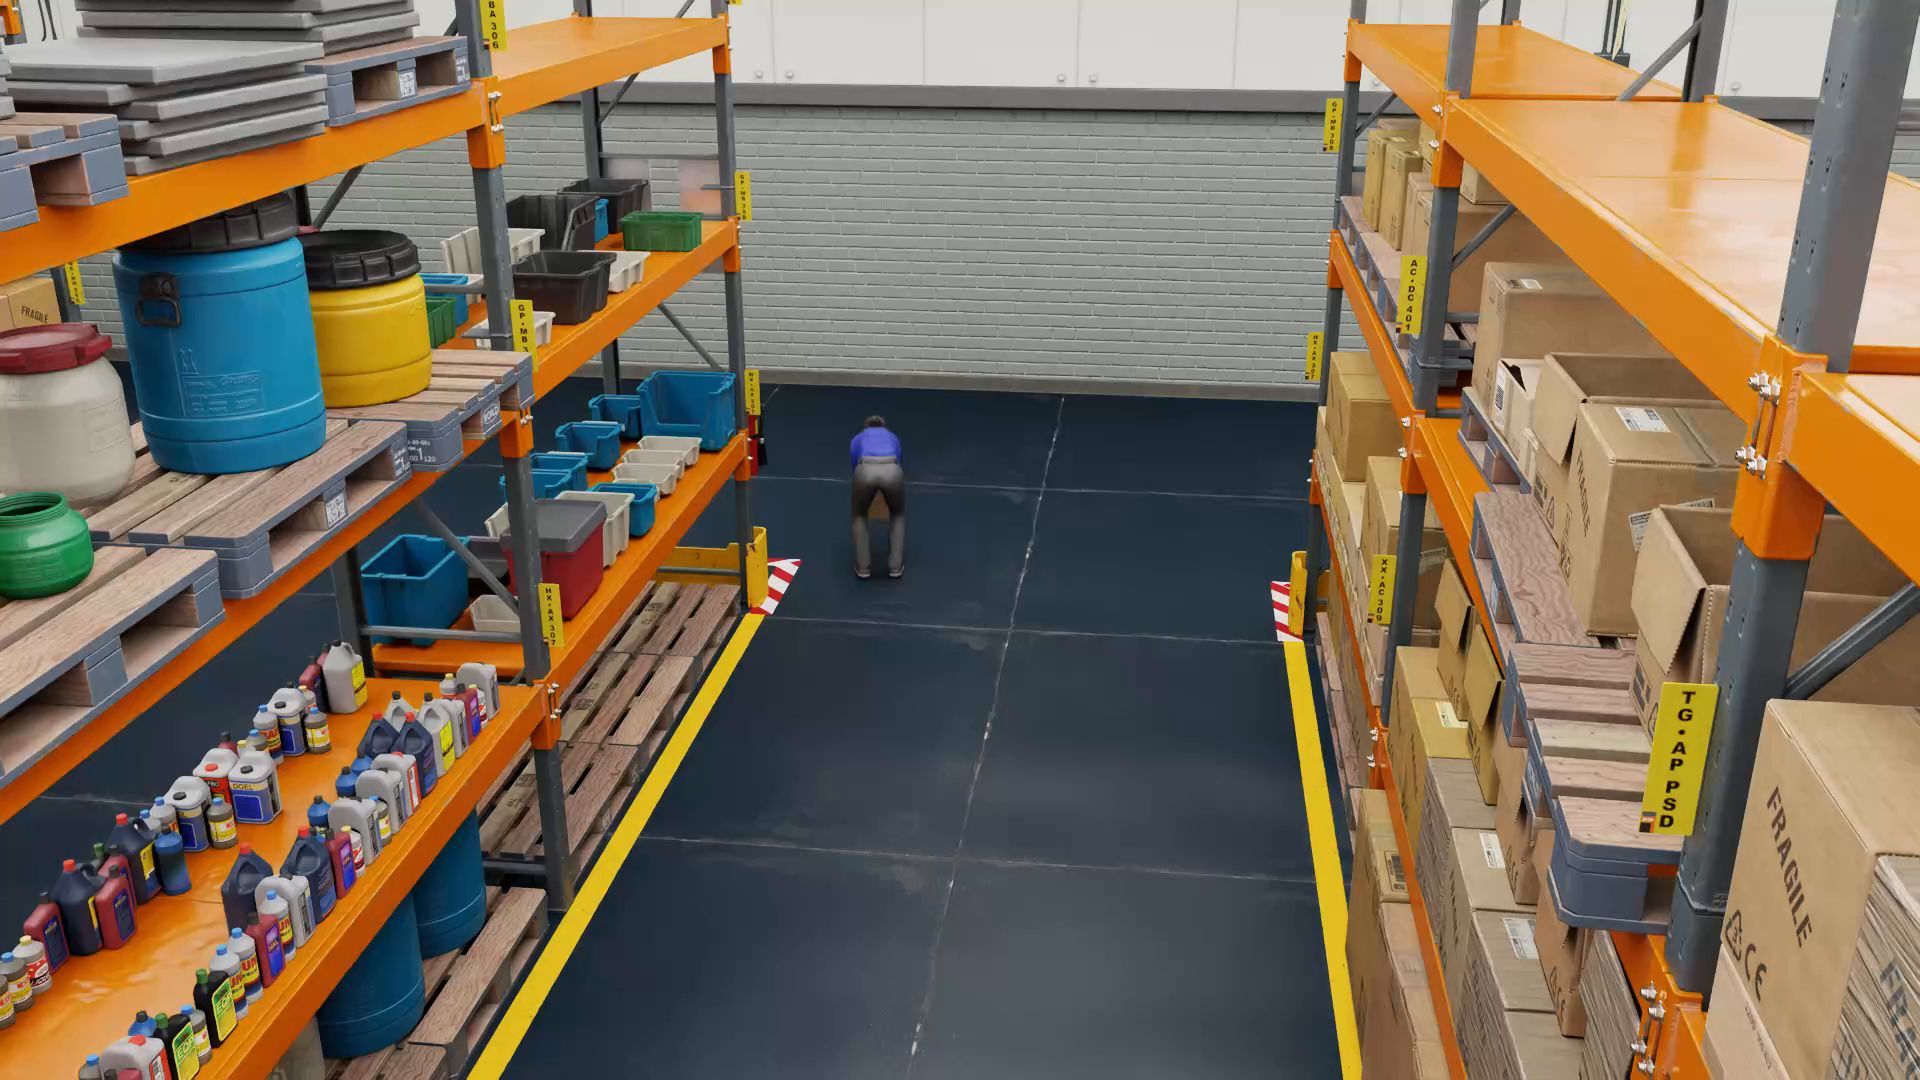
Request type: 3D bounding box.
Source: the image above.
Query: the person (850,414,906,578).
[{"bbox_3d":[-0.633,-0.340,12.723,0.422,1.111,0.867,-2,21,-4],"label":"person"}]
